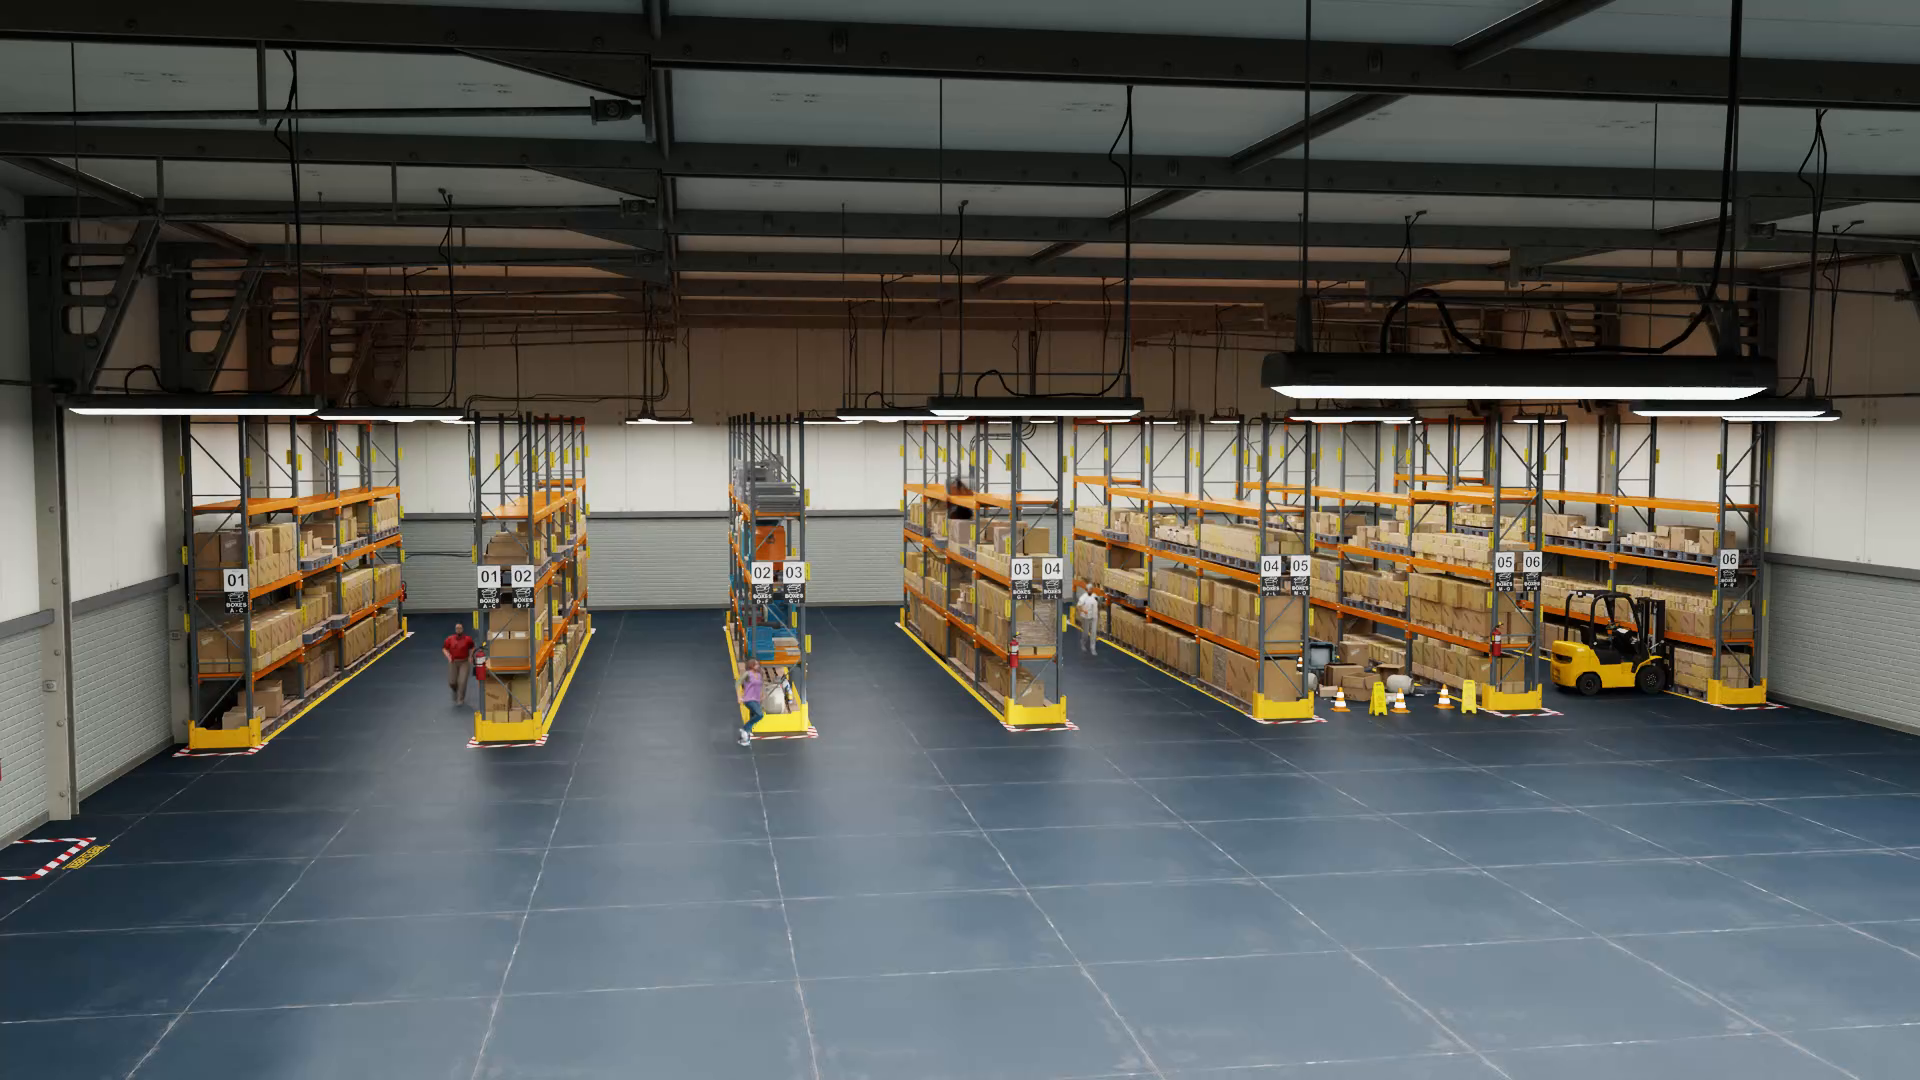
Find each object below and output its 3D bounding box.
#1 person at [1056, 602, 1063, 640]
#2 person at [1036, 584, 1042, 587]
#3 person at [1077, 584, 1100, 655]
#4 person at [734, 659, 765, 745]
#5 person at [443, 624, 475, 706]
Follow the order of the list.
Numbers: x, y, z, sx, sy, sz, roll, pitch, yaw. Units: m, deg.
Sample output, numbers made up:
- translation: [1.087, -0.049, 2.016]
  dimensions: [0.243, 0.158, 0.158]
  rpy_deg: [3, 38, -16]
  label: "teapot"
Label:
- translation: [2.515, 1.842, 45.239]
  dimensions: [0.615, 1.654, 0.897]
  rpy_deg: [0, 4, -5]
  label: "person"
- translation: [2.194, 1.577, 48.715]
  dimensions: [0.741, 1.782, 0.856]
  rpy_deg: [3, 5, 38]
  label: "person"
- translation: [3.122, 1.897, 40.077]
  dimensions: [0.607, 1.682, 0.772]
  rpy_deg: [-1, 4, -16]
  label: "person"
- translation: [-3.711, 2.915, 29.965]
  dimensions: [0.530, 1.526, 0.552]
  rpy_deg: [2, 5, 31]
  label: "person"
- translation: [-10.302, 2.554, 34.228]
  dimensions: [0.649, 1.680, 0.595]
  rpy_deg: [-1, 4, -16]
  label: "person"
